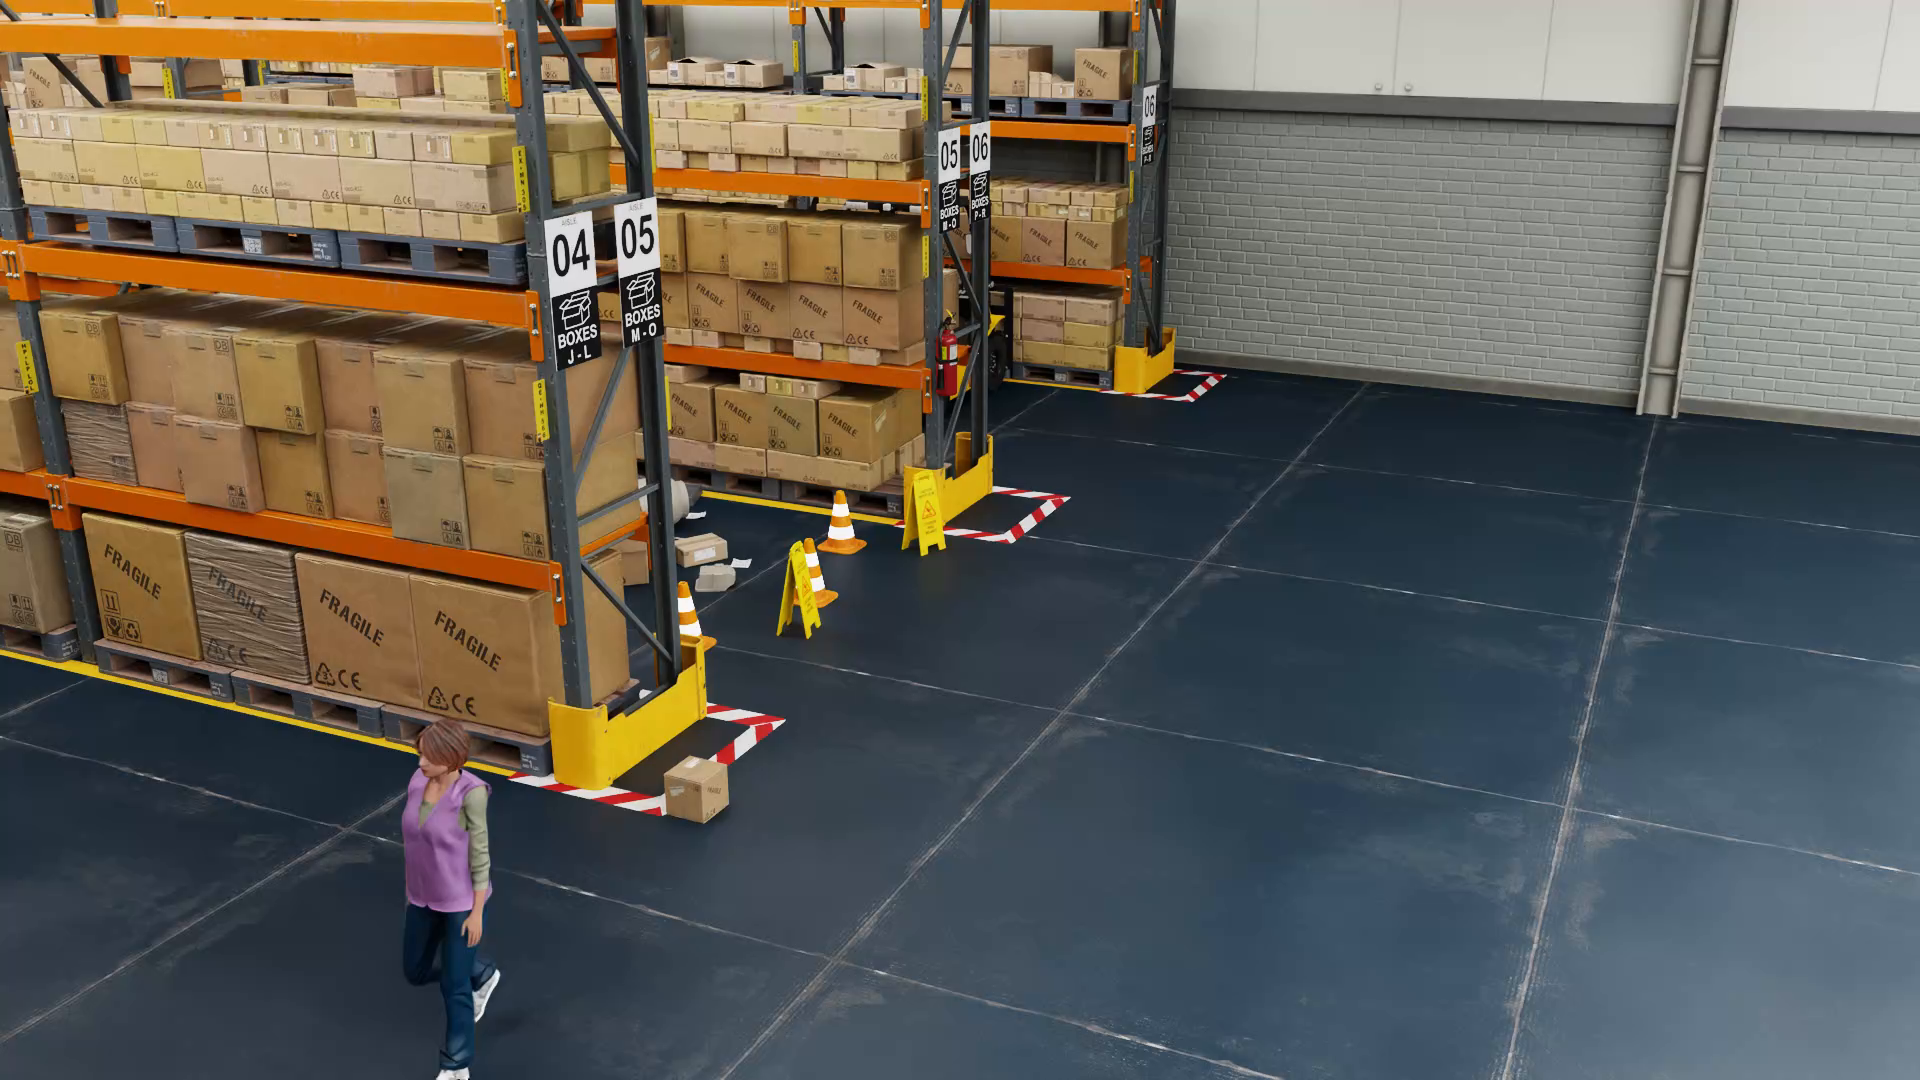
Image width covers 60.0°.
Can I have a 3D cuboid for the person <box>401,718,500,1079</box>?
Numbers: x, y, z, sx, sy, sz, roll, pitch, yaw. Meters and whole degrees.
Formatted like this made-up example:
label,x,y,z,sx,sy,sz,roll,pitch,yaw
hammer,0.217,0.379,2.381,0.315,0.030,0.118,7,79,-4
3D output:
label,x,y,z,sx,sy,sz,roll,pitch,yaw
person,-2.109,1.480,6.838,0.431,1.584,0.663,9,21,25
